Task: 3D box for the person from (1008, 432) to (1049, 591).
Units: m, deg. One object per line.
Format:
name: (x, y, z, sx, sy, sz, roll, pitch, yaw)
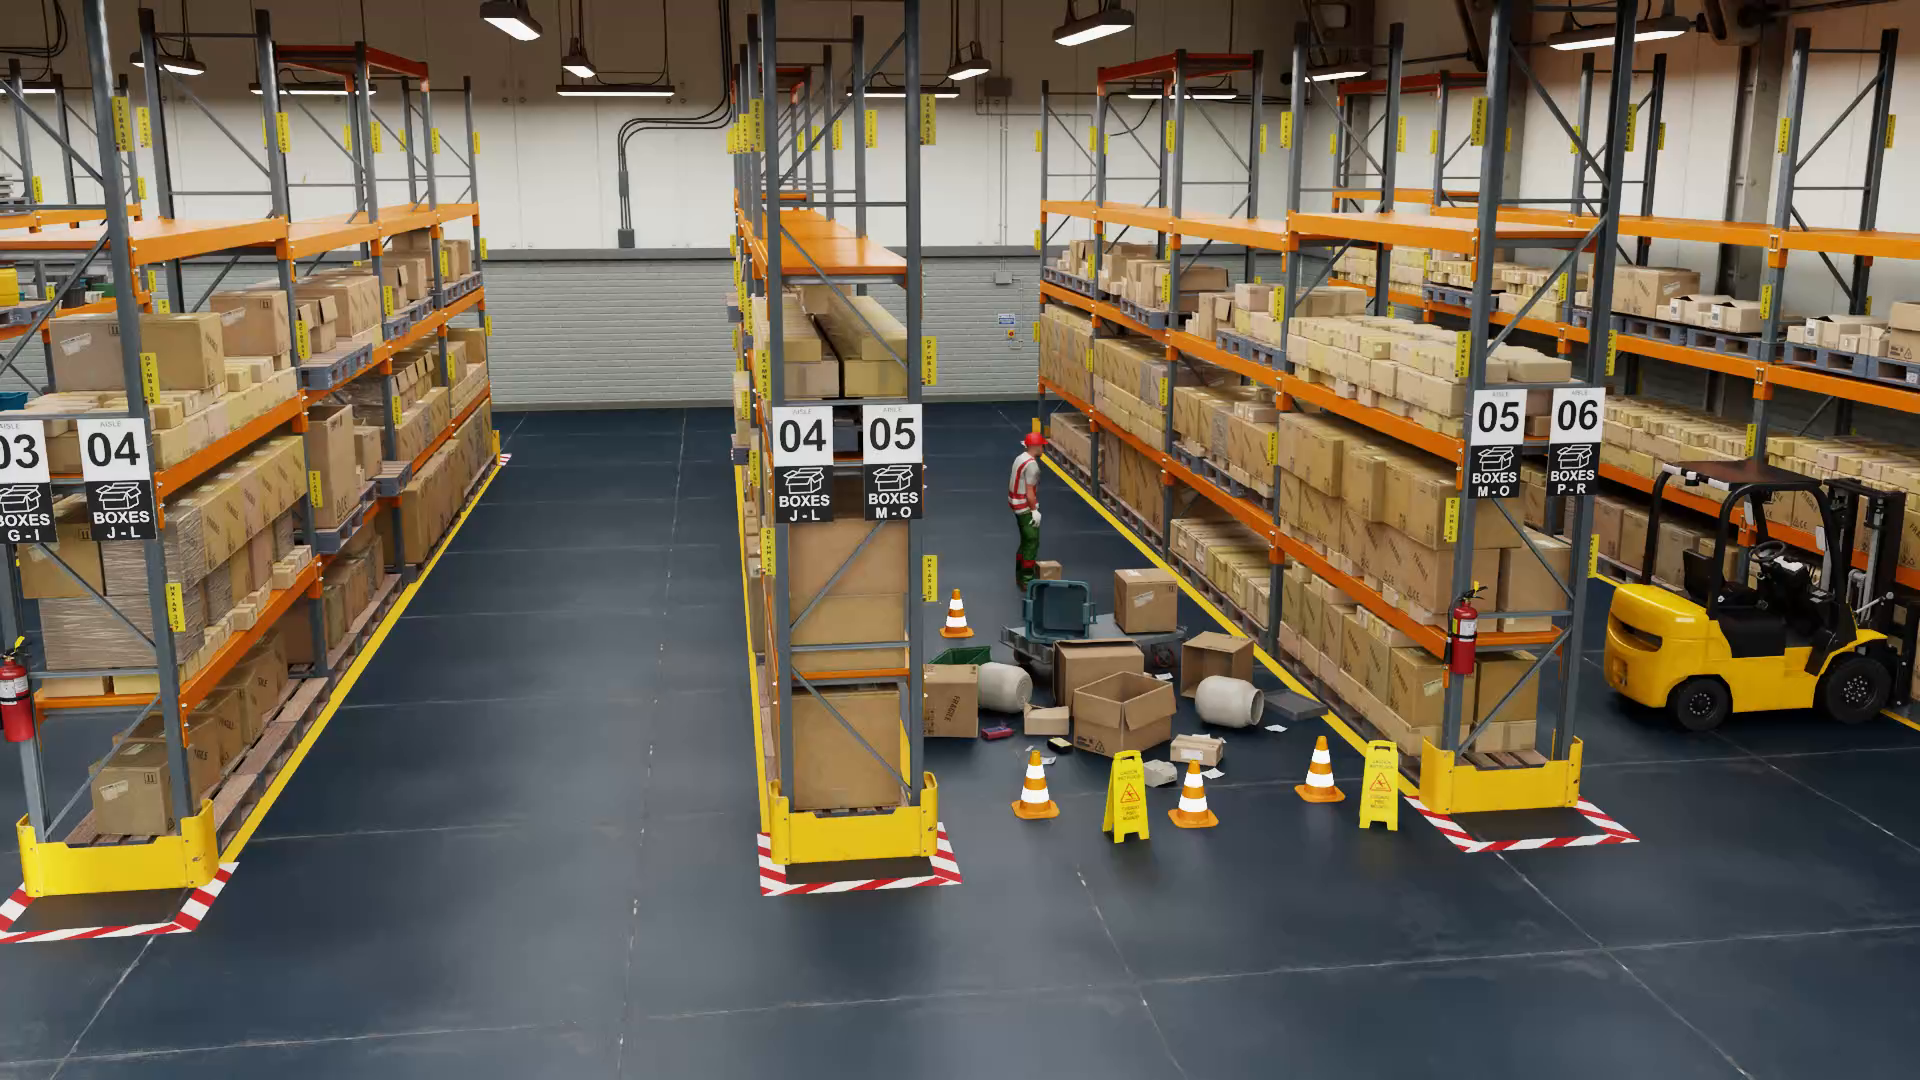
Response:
person: (0.789, -0.340, 18.924, 0.452, 1.777, 0.610, -3, 13, -11)
